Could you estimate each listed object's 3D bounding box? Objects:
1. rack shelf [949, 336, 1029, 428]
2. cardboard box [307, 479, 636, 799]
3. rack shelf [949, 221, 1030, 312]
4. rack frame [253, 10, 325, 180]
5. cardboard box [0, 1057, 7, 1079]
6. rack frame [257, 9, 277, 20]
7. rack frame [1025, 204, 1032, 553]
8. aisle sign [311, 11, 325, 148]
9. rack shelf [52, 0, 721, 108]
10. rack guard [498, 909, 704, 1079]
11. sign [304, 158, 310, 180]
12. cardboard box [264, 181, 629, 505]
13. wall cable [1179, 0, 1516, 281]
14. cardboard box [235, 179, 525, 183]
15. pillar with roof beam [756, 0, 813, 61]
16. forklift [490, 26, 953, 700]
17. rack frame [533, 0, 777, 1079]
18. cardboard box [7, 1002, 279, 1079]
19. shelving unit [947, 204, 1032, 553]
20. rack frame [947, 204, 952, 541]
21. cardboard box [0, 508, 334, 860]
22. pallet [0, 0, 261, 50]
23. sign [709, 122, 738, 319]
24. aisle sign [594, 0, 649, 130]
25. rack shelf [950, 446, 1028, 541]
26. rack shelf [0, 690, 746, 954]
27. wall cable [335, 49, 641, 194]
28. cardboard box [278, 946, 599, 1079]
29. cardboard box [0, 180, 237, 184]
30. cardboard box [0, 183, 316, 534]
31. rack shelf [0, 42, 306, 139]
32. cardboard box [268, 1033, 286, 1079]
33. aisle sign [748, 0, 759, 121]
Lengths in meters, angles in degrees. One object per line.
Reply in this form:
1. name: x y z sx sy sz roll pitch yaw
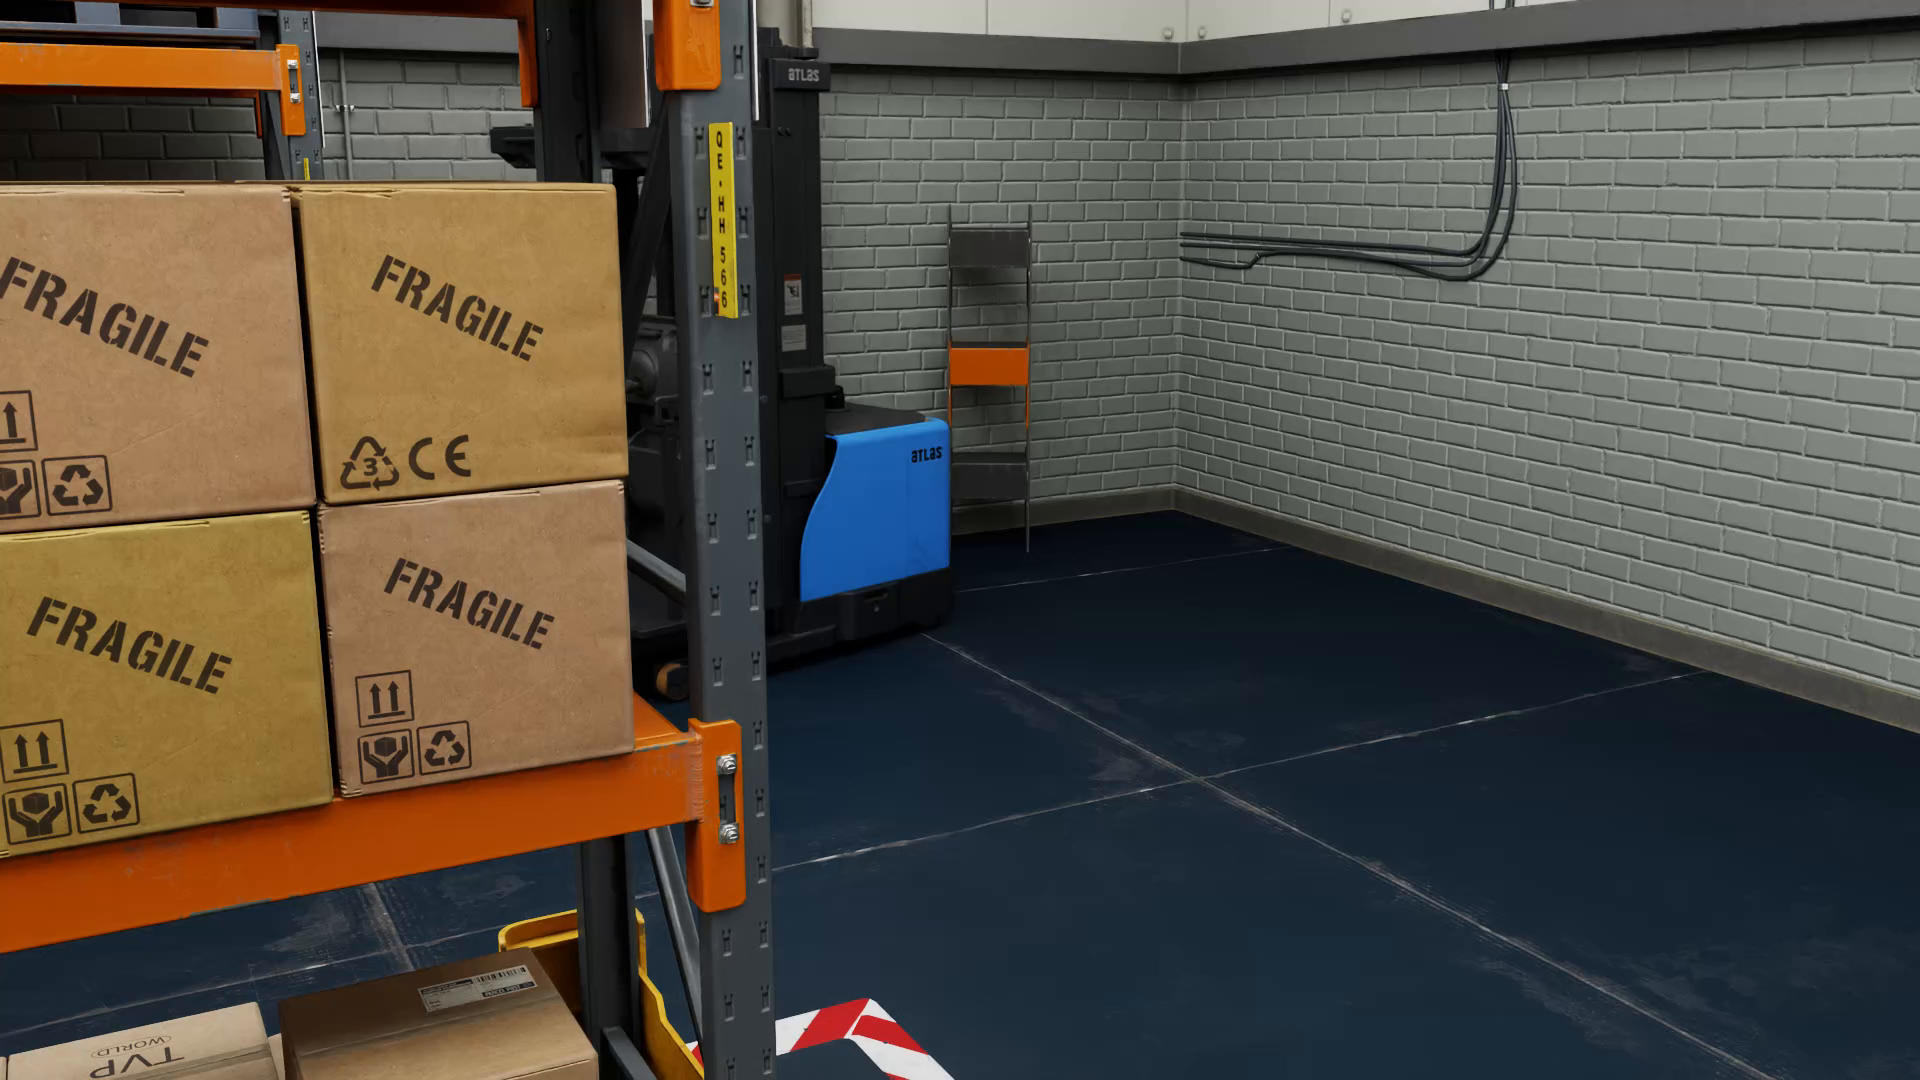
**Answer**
1. rack shelf: 0.179 -0.977 10.229 0.480 0.518 0.431 0 13 1
2. cardboard box: -0.916 0.116 3.035 0.500 0.500 0.500 -6 14 -26
3. rack shelf: 0.179 -1.660 10.075 0.480 0.518 0.431 0 13 1
4. rack frame: -3.030 -0.889 7.728 0.127 3.000 1.000 -7 14 -28
5. cardboard box: -2.144 1.300 3.263 0.500 0.250 0.500 -7 14 -28
6. rack frame: -3.030 -3.816 7.070 0.127 3.000 1.000 -7 14 -28
7. rack frame: 0.423 -0.989 10.221 0.015 2.100 0.400 0 13 1
8. aisle sign: -2.823 -2.107 7.220 0.004 0.787 0.394 -7 14 -28
9. rack shelf: -2.408 -0.837 2.303 4.000 0.370 1.077 -7 14 -28
10. rack guard: -0.720 1.293 3.727 0.348 0.500 1.175 -7 14 -28
11. sign: -2.782 -1.464 7.104 0.005 0.325 0.100 -7 14 -28
12. cardboard box: -0.912 -0.372 2.924 0.500 0.500 0.500 -7 14 -28
13. wall cable: 2.106 -2.827 9.748 0.112 2.526 3.097 -7 14 -28
14. cardboard box: -1.169 -0.476 3.386 0.500 0.500 0.500 -6 14 -26
15. pillar with roof beam: 0.988 -3.437 5.386 0.400 9.000 9.100 -7 14 -28
16. forklift: -1.430 -0.841 7.668 1.130 2.935 3.031 12 18 43
17. rack frame: -0.654 0.064 3.491 0.053 2.616 0.949 -7 14 -28
18. cardboard box: -1.705 1.247 3.497 0.500 0.250 0.500 -7 14 -28
19. shelving unit: 0.179 -0.990 10.226 0.503 2.100 0.431 0 13 1
20. rack frame: -0.065 -0.991 10.231 0.015 2.100 0.400 0 13 1
21. cardboard box: -1.369 0.171 2.789 0.500 0.500 0.500 -7 14 -27
22. pallet: -3.676 -2.229 7.053 1.213 0.211 1.003 -7 14 -28
23. sign: -0.405 -0.545 2.842 0.005 0.325 0.100 -7 14 -28
24. aisle sign: -0.734 -1.267 3.486 0.004 0.787 0.394 -7 14 -28
25. rack shelf: 0.179 -0.294 10.383 0.480 0.518 0.431 0 13 1
26. rack shelf: -2.408 0.626 2.632 4.000 0.370 1.077 -7 14 -28
27. wall cable: -2.359 -1.702 9.025 1.851 1.984 0.084 -7 14 -28
28. cardboard box: -1.012 1.175 3.249 0.500 0.500 0.500 -7 14 -28
29. cardboard box: -1.624 -0.419 3.135 0.500 0.500 0.500 -7 14 -27
30. cardboard box: -1.355 -0.318 2.687 0.500 0.500 0.500 -6 14 -26
31. rack shelf: -4.785 -1.791 6.543 4.000 0.370 1.077 -7 14 -28
32. cardboard box: -1.404 1.237 3.733 0.250 0.166 0.380 -7 14 -28
33. aisle sign: -0.446 -1.151 2.972 0.004 0.787 0.394 -7 14 -28
